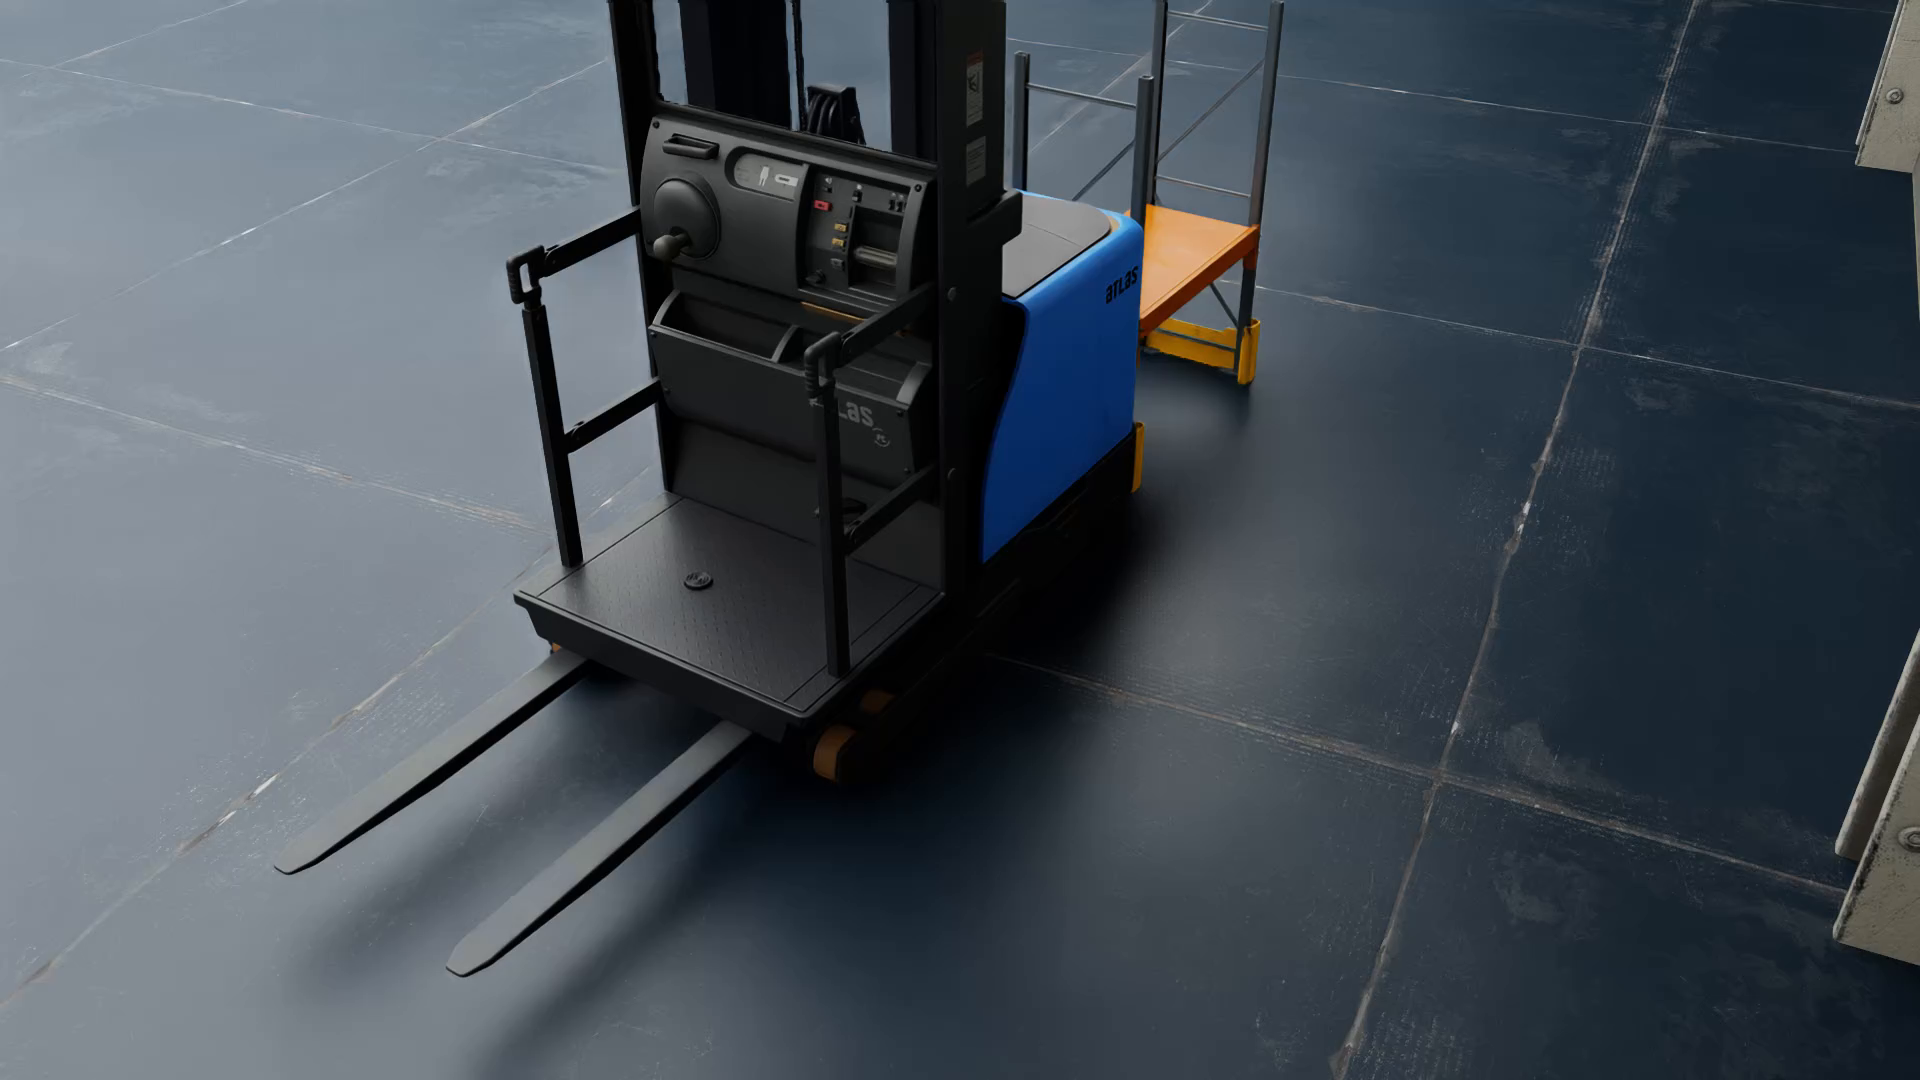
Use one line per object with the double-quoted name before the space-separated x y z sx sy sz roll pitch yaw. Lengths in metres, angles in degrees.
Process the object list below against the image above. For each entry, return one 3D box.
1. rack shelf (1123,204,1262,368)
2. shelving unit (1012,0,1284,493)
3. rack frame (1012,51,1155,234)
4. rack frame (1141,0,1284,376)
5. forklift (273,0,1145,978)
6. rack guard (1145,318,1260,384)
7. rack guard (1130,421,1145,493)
"rack shelf" 0.670 -0.983 6.209 0.538 0.185 1.000 19 38 27
"shelving unit" 0.665 -1.129 6.104 0.587 1.500 1.083 19 38 27
"rack frame" 0.395 -0.898 5.752 0.500 1.500 0.032 19 38 27
"rack frame" 0.944 -1.368 6.468 0.500 1.500 0.032 19 38 27
"forklift" -0.605 -0.834 4.349 1.130 2.935 3.031 19 38 27
"rack guard" 0.934 -0.836 6.797 0.587 0.250 0.087 19 38 27
"rack guard" 0.396 -0.376 6.096 0.587 0.250 0.087 19 38 27
